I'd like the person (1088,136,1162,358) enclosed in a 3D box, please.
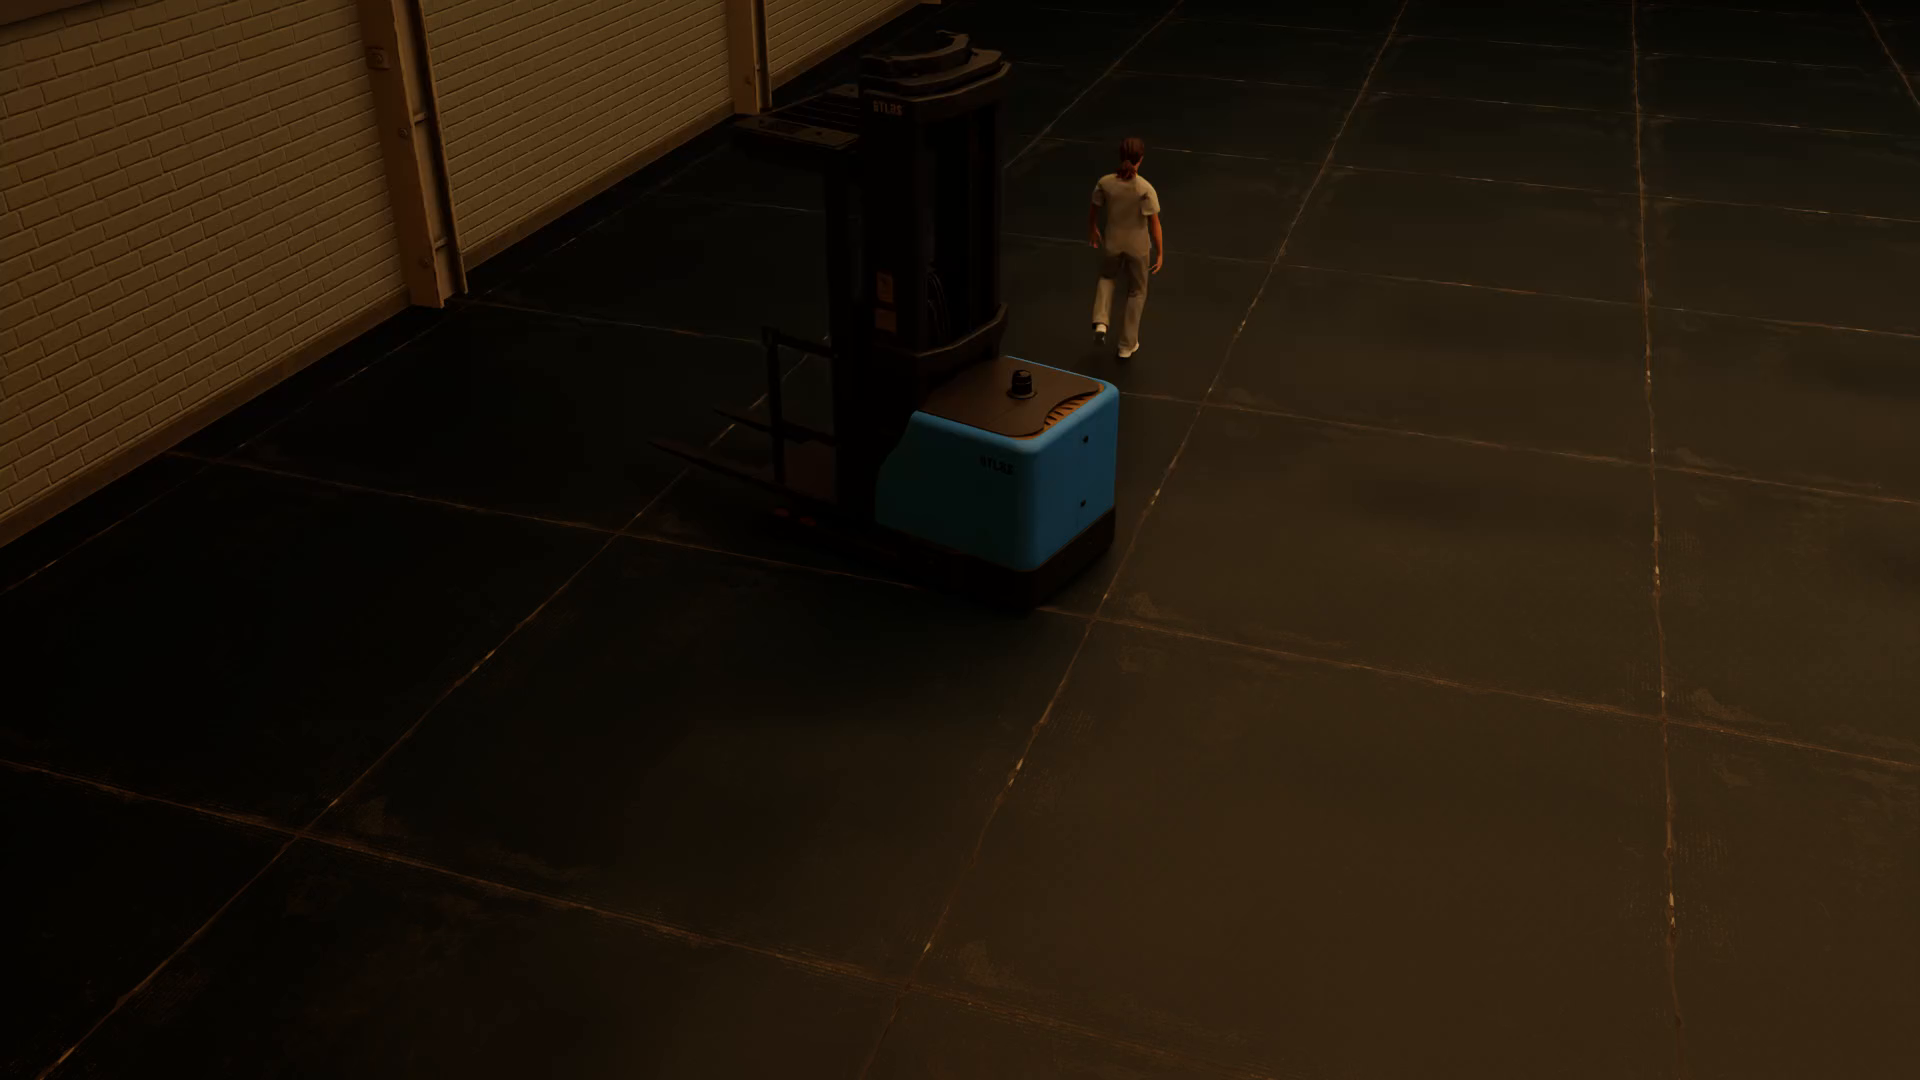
[{"bbox_3d":[1.209,-2.142,12.186,0.611,1.656,0.477,11,31,18],"label":"person"}]

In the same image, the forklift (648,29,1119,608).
[{"bbox_3d":[-0.582,-1.442,9.667,3.031,2.935,1.130,18,34,29],"label":"forklift"}]
